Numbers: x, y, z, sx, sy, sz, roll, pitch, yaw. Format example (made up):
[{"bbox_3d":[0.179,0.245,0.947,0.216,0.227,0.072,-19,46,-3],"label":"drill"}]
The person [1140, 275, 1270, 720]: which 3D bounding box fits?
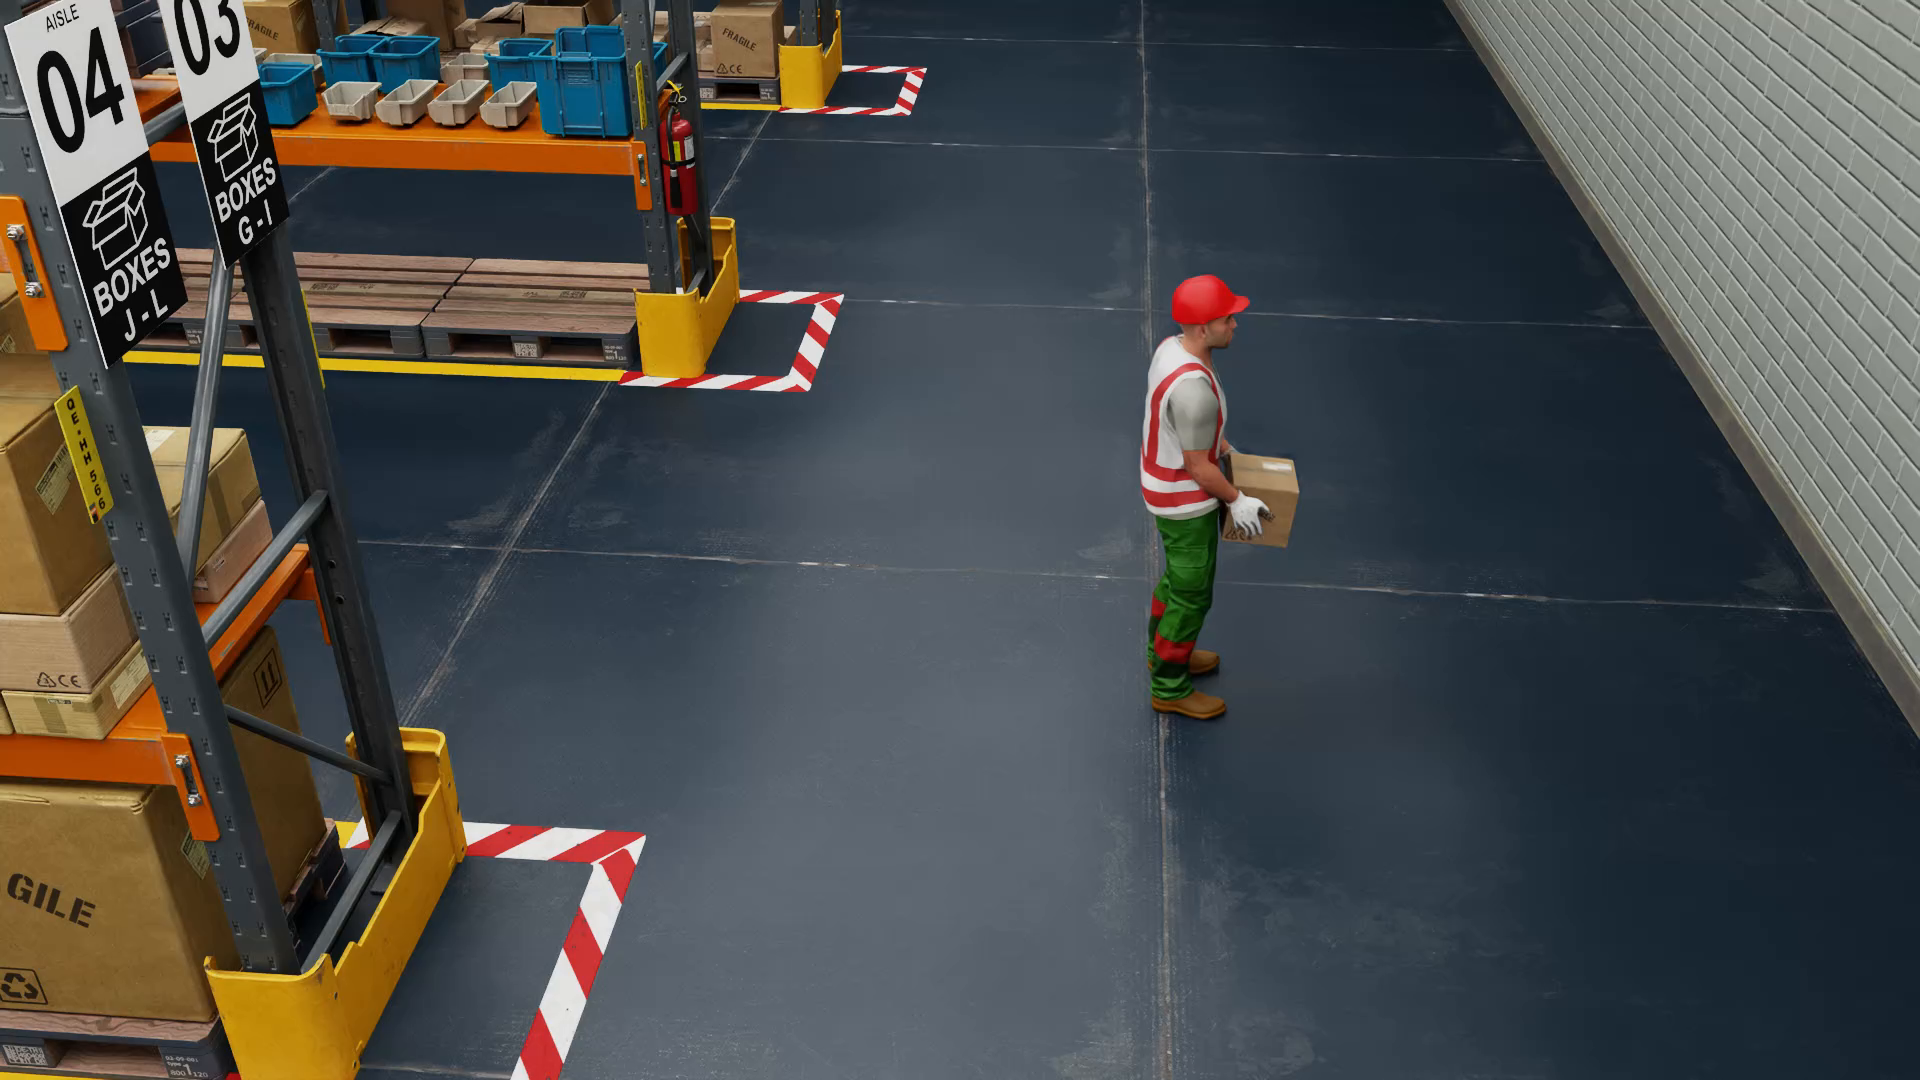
[{"bbox_3d":[0.930,-0.170,6.385,0.486,1.793,0.531,2,32,3],"label":"person"}]
